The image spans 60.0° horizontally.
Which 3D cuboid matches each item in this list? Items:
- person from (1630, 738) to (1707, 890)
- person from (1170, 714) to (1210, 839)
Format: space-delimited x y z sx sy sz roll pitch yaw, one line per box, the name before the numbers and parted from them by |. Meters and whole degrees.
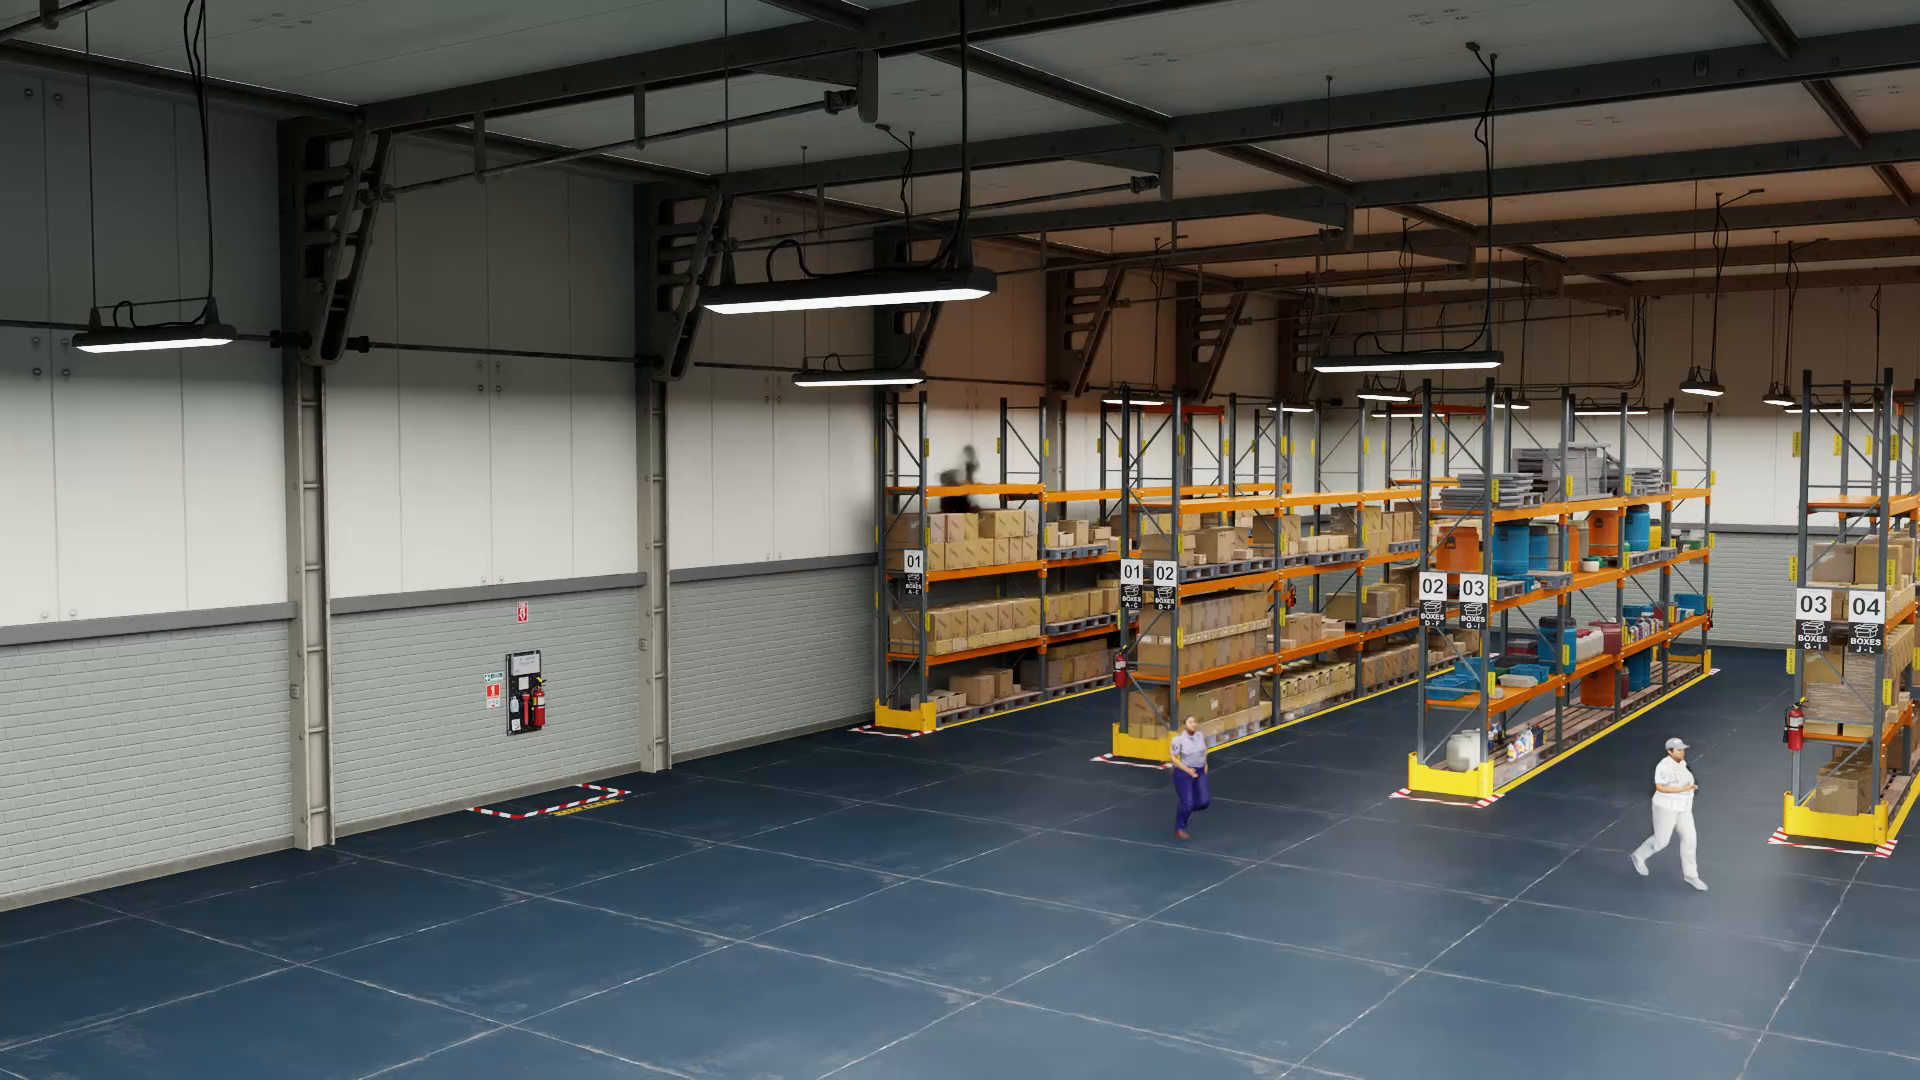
person | 8.137 3.092 19.049 0.632 1.673 0.902 -2 4 -32
person | 2.967 3.040 21.317 0.628 1.598 0.591 -2 4 -26
